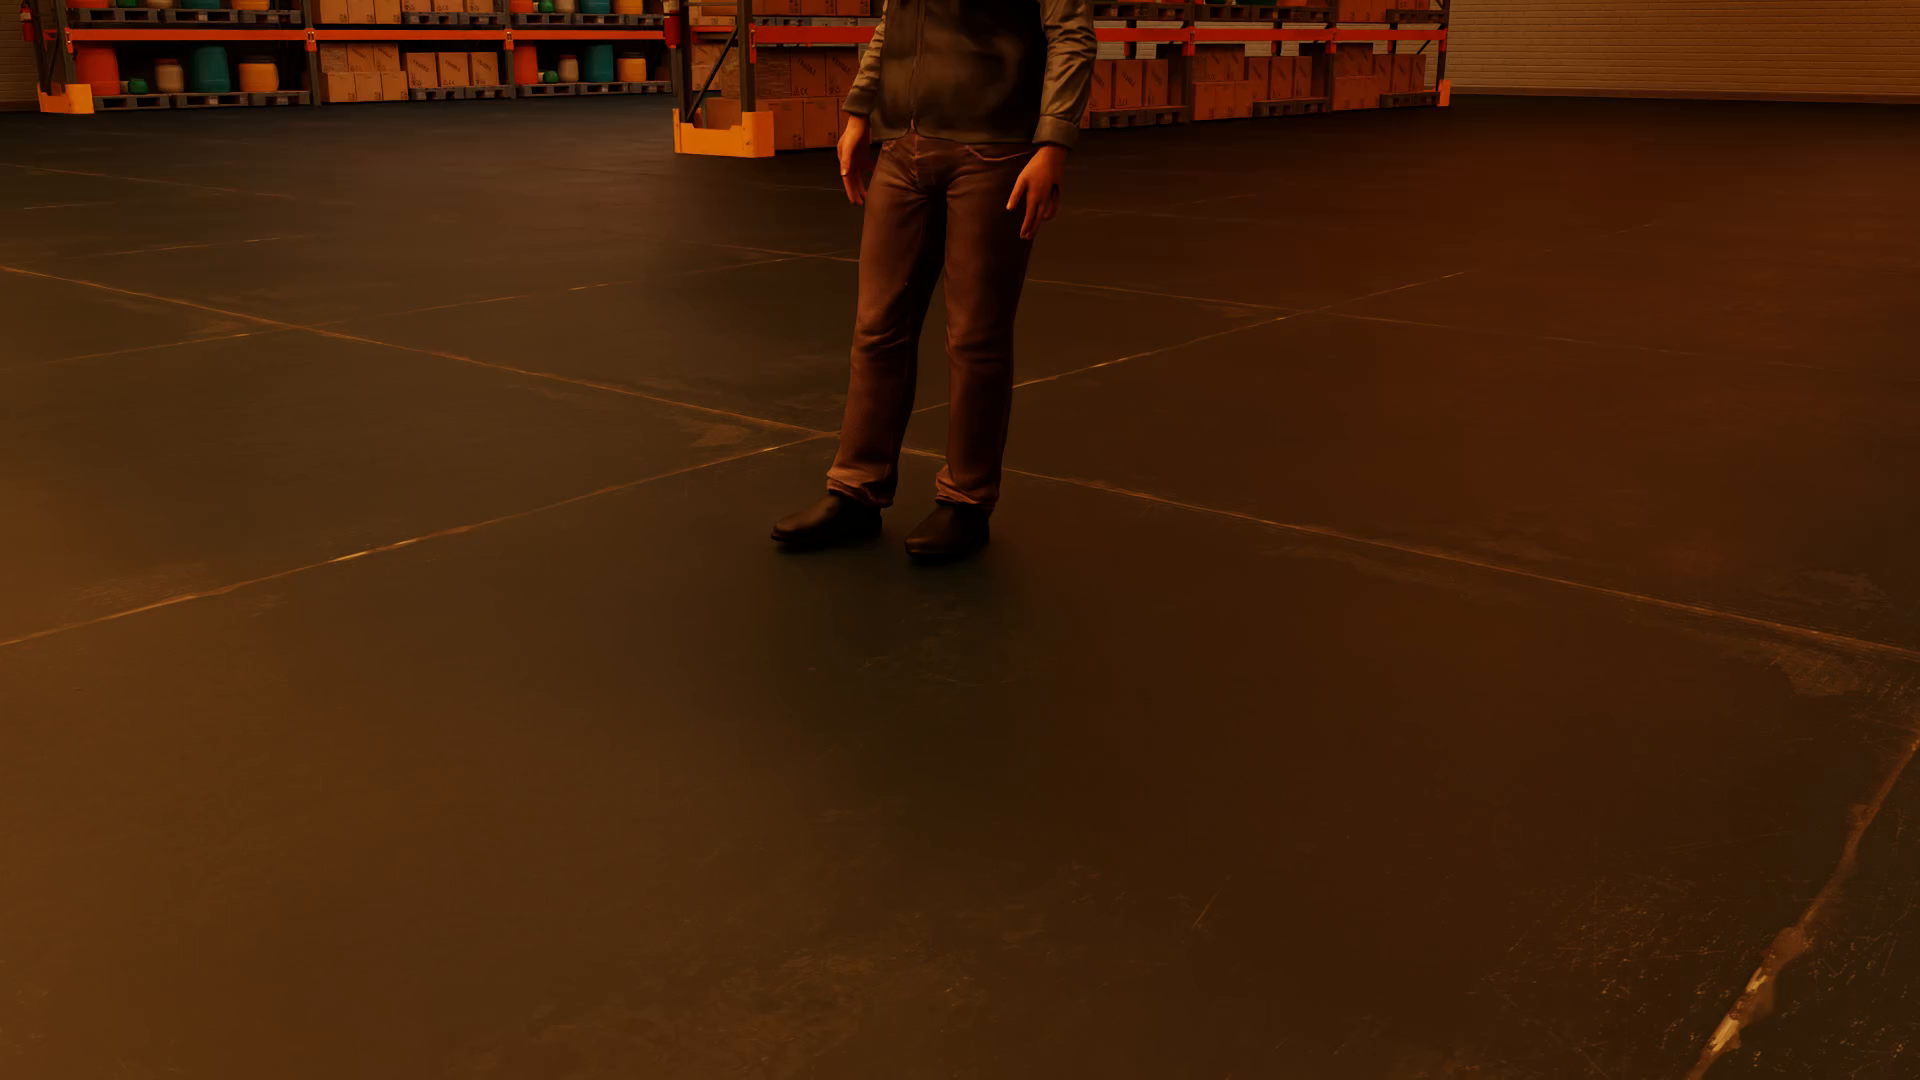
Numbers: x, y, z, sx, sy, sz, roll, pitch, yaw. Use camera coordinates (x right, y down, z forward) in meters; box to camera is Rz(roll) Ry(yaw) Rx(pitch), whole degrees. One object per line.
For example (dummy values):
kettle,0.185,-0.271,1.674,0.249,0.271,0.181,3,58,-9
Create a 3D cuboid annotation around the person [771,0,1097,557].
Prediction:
person,-0.046,-0.818,3.648,0.634,1.722,0.566,13,21,37
